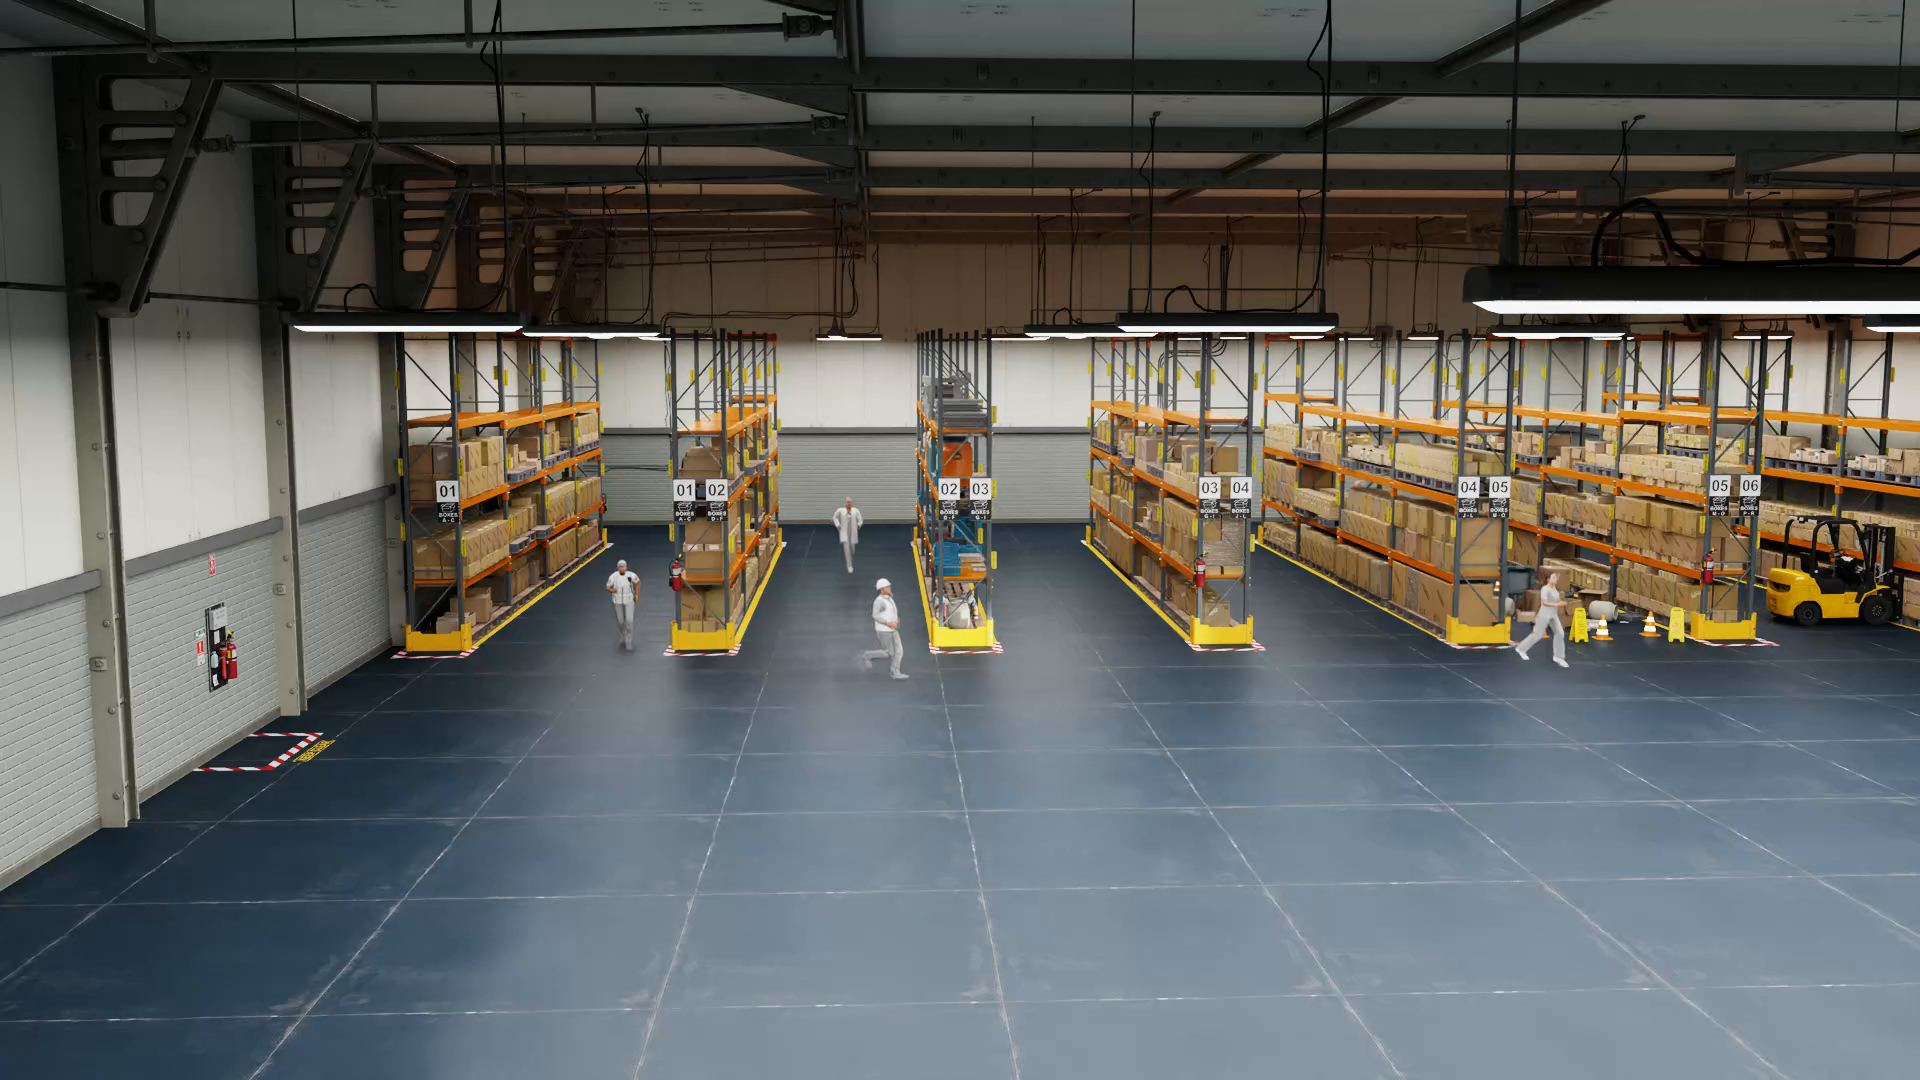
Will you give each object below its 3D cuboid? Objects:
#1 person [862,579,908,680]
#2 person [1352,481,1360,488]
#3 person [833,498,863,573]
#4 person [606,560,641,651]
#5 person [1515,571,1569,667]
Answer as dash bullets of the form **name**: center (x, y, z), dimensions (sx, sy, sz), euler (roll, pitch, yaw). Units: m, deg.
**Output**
- **person**: center (-1.261, 1.526, 28.486), dimensions (0.814, 1.740, 0.676), euler (3, 7, 21)
- **person**: center (11.738, -0.916, 49.296), dimensions (0.707, 1.681, 0.688), euler (0, 7, -2)
- **person**: center (-2.689, -0.137, 40.098), dimensions (0.710, 1.763, 0.885), euler (-1, 7, -12)
- **person**: center (-6.365, 1.212, 31.453), dimensions (0.626, 1.687, 0.883), euler (-1, 7, -6)
- **person**: center (10.469, 1.391, 29.769), dimensions (0.576, 1.702, 0.940), euler (-6, 9, -42)
